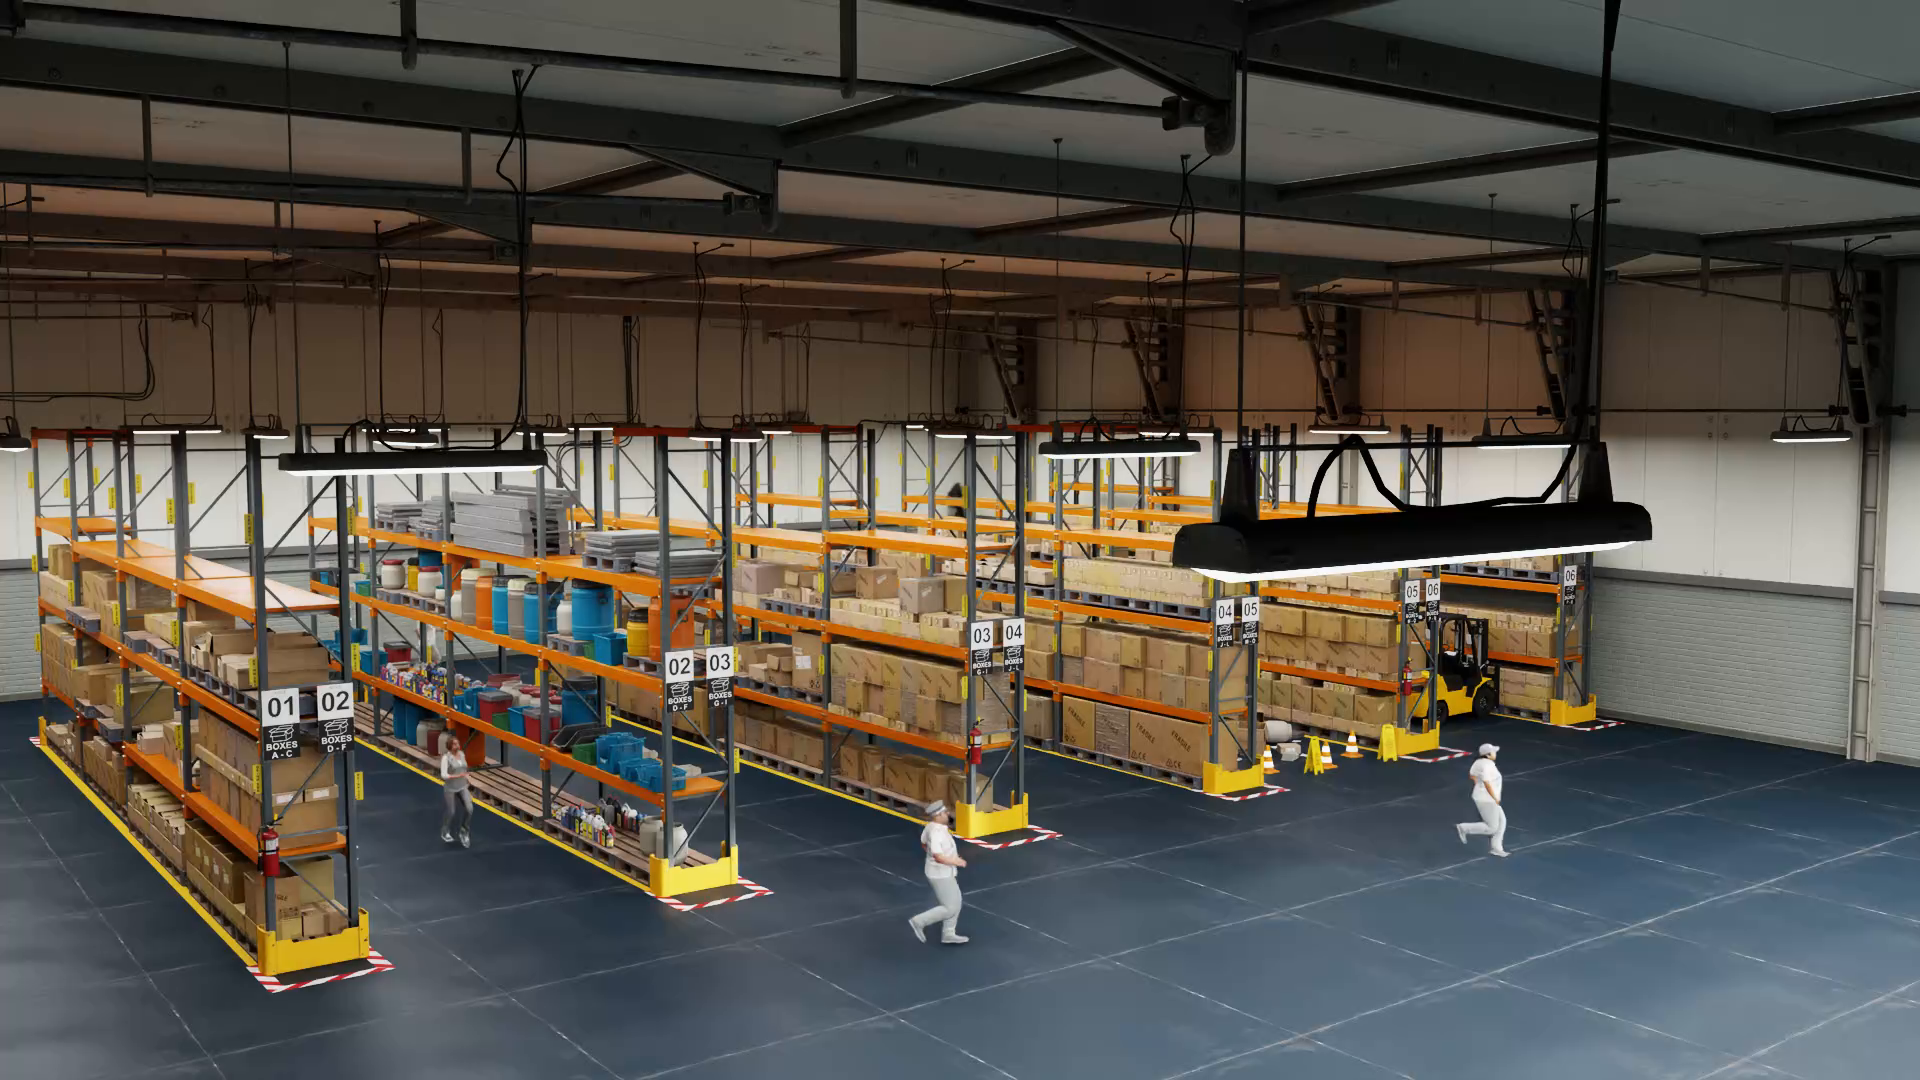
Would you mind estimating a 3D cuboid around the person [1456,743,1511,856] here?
[{"bbox_3d":[7.427,3.690,23.576,0.802,1.632,0.602,0,4,5],"label":"person"}]

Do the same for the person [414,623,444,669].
[{"bbox_3d":[-12.219,2.443,38.162,0.803,1.845,0.670,-2,5,-26],"label":"person"}]

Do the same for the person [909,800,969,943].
[{"bbox_3d":[-0.249,3.921,19.613,0.716,1.733,0.669,-1,5,-11],"label":"person"}]

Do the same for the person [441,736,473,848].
[{"bbox_3d":[-7.288,3.640,24.062,0.505,1.622,0.686,-4,6,-45],"label":"person"}]
